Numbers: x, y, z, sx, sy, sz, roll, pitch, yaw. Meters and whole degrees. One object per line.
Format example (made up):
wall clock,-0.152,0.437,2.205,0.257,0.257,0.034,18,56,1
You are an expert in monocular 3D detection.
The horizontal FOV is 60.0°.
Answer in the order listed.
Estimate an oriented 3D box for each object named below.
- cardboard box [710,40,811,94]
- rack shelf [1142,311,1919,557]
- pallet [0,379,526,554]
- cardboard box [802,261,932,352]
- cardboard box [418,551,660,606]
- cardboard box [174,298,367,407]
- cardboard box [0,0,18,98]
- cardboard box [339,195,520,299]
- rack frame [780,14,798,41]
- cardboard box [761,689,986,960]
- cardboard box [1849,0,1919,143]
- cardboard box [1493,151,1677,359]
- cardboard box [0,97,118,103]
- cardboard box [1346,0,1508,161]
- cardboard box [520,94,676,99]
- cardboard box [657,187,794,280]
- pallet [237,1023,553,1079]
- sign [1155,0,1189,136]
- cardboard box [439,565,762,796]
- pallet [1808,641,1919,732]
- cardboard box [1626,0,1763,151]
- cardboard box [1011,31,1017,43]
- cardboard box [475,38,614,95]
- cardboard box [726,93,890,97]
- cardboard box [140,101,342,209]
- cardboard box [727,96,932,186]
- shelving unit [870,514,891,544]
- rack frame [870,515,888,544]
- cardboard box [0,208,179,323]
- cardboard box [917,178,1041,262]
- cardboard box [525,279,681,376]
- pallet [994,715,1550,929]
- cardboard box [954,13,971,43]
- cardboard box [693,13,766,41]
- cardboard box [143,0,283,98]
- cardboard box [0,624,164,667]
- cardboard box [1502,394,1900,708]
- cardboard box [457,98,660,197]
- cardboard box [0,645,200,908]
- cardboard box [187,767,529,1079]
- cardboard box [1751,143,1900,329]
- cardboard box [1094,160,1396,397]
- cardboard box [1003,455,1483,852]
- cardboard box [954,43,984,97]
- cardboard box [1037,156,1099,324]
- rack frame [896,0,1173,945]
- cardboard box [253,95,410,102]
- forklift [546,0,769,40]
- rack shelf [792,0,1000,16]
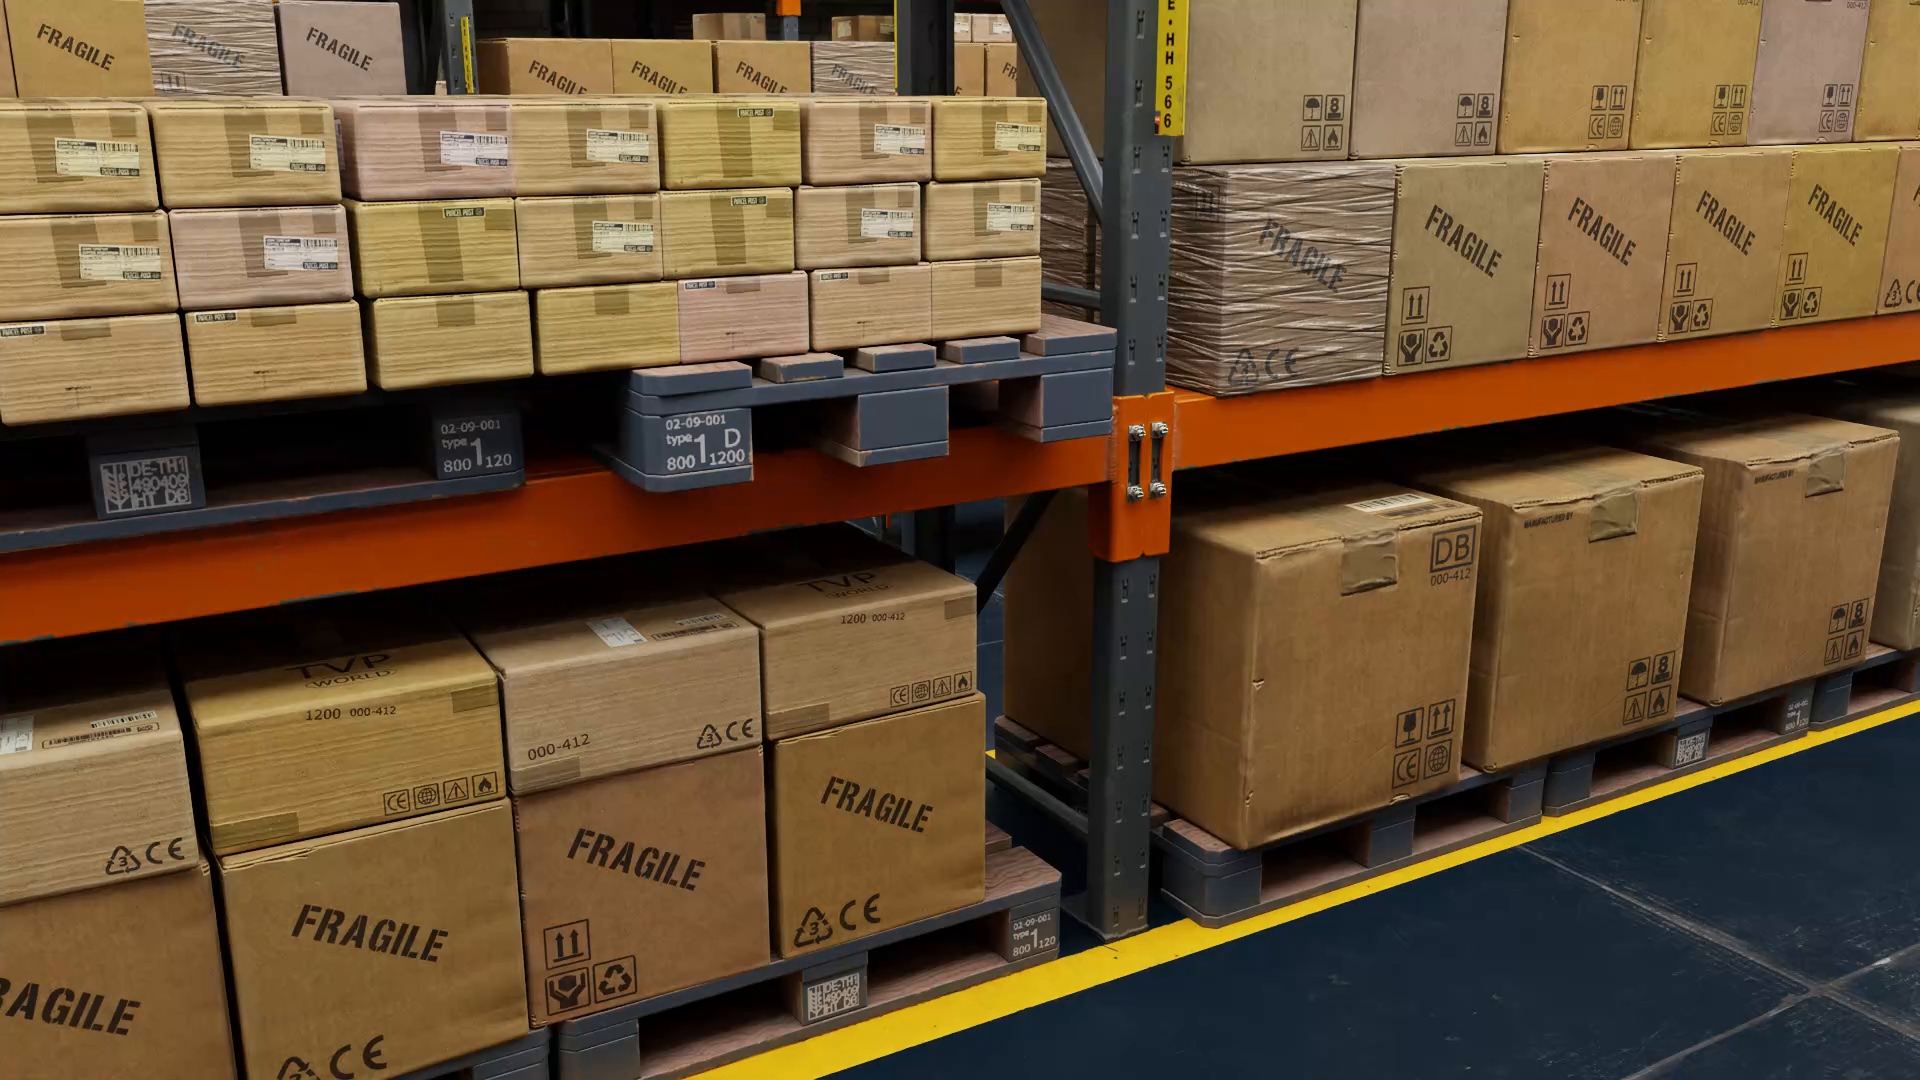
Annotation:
cardboard box,-1.091,-2.286,8.495,0.500,0.500,0.500,-9,18,-29
rack shelf,1.860,-0.535,5.093,4.000,0.370,1.077,-9,18,-30
pallet,-1.530,-0.226,3.015,1.213,0.211,1.003,-9,18,-30
cardboard box,-0.254,-0.475,3.236,0.250,0.149,0.380,-9,18,-30
cardboard box,-1.005,0.148,3.790,0.500,0.250,0.500,-9,18,-30
cardboard box,-1.143,-0.332,2.726,0.250,0.149,0.380,-9,18,-28
cardboard box,-4.101,-1.922,6.672,0.500,0.500,0.500,-10,18,-31
cardboard box,-0.925,-0.510,2.809,0.250,0.149,0.380,-9,18,-30
rack frame,-1.621,-3.438,14.118,0.127,3.000,1.000,-9,18,-30
cardboard box,-0.284,0.550,3.743,0.500,0.500,0.500,-9,18,-30
cardboard box,2.712,-1.546,5.331,0.500,0.500,0.700,-10,18,-31
cardboard box,1.536,-0.793,4.495,0.500,0.500,0.500,-9,18,-30
cardboard box,-1.692,-0.735,3.058,0.250,0.149,0.380,-10,18,-30
cardboard box,0.968,-1.263,4.322,0.500,0.500,0.700,-10,18,-31
cardboard box,-0.792,-0.880,3.578,0.250,0.149,0.380,-9,18,-30
cardboard box,-0.496,-0.579,3.054,0.250,0.149,0.380,-9,18,-28
pallet,-1.570,1.016,3.393,1.213,0.211,1.003,-9,18,-30
sign,0.433,-0.998,3.415,0.005,0.325,0.100,-9,18,-30
cardboard box,-0.733,0.266,3.369,0.500,0.250,0.500,-9,18,-29
pallet,2.952,0.308,5.919,1.213,0.211,1.003,-9,18,-30
cardboard box,1.845,-1.406,4.832,0.500,0.500,0.700,-9,18,-30
cardboard box,0.353,-3.013,9.884,0.250,0.149,0.380,-9,18,-30
cardboard box,-1.986,-2.137,7.961,0.500,0.500,0.500,-10,18,-31
cardboard box,-0.354,-0.951,3.830,0.250,0.149,0.380,-9,18,-30
cardboard box,-1.148,-0.617,2.640,0.250,0.149,0.380,-8,18,-27
cardboard box,-0.255,-0.762,3.157,0.250,0.149,0.380,-9,18,-30
shelving unit,-0.006,-0.541,7.255,1.048,1.125,0.538,-9,18,-30
rack frame,-0.442,-0.470,7.003,0.032,1.125,0.500,-9,18,-30
cardboard box,-1.369,-0.438,2.551,0.250,0.149,0.380,-10,18,-31
cardboard box,-0.044,-0.654,3.320,0.250,0.149,0.380,-9,18,-29
cardboard box,-0.690,-0.406,2.987,0.250,0.149,0.380,-9,18,-30
pallet,0.860,0.647,4.709,1.213,0.211,1.003,-9,18,-30
cardboard box,-0.148,-2.738,8.902,0.250,0.149,0.380,-10,19,-32
cardboard box,-1.233,-2.733,8.886,0.250,0.149,0.380,-10,19,-32
cardboard box,-3.235,-2.058,7.158,0.500,0.500,0.500,-9,18,-29
cardboard box,-1.882,0.286,3.296,0.500,0.250,0.500,-10,19,-32
cardboard box,2.260,-0.038,5.377,0.750,0.750,1.050,-9,18,-30
cardboard box,-0.707,-0.688,2.892,0.250,0.149,0.380,-9,18,-28
cardboard box,-1.619,0.407,2.864,0.500,0.250,0.500,-8,18,-28
cardboard box,-1.176,0.699,3.213,0.500,0.500,0.500,-10,19,-32
cardboard box,2.398,-0.932,4.994,0.500,0.500,0.500,-9,18,-29
cardboard box,0.669,-0.651,3.990,0.500,0.500,0.500,-9,18,-29
cardboard box,0.714,0.214,4.479,0.750,0.750,1.050,-9,18,-30
cardboard box,-0.209,-2.427,8.997,0.500,0.500,0.500,-9,18,-28
cardboard box,0.393,-0.776,4.436,0.500,0.500,0.500,-9,18,-30
rack frame,0.145,-0.603,4.004,0.127,3.000,1.000,-9,18,-30
cardboard box,-1.250,-0.806,3.312,0.250,0.149,0.380,-8,18,-27
forklift,-1.877,-2.552,11.084,3.031,2.935,1.130,-9,18,-30
rack shelf,0.093,-4.814,14.802,4.000,0.370,1.077,-9,18,-30
